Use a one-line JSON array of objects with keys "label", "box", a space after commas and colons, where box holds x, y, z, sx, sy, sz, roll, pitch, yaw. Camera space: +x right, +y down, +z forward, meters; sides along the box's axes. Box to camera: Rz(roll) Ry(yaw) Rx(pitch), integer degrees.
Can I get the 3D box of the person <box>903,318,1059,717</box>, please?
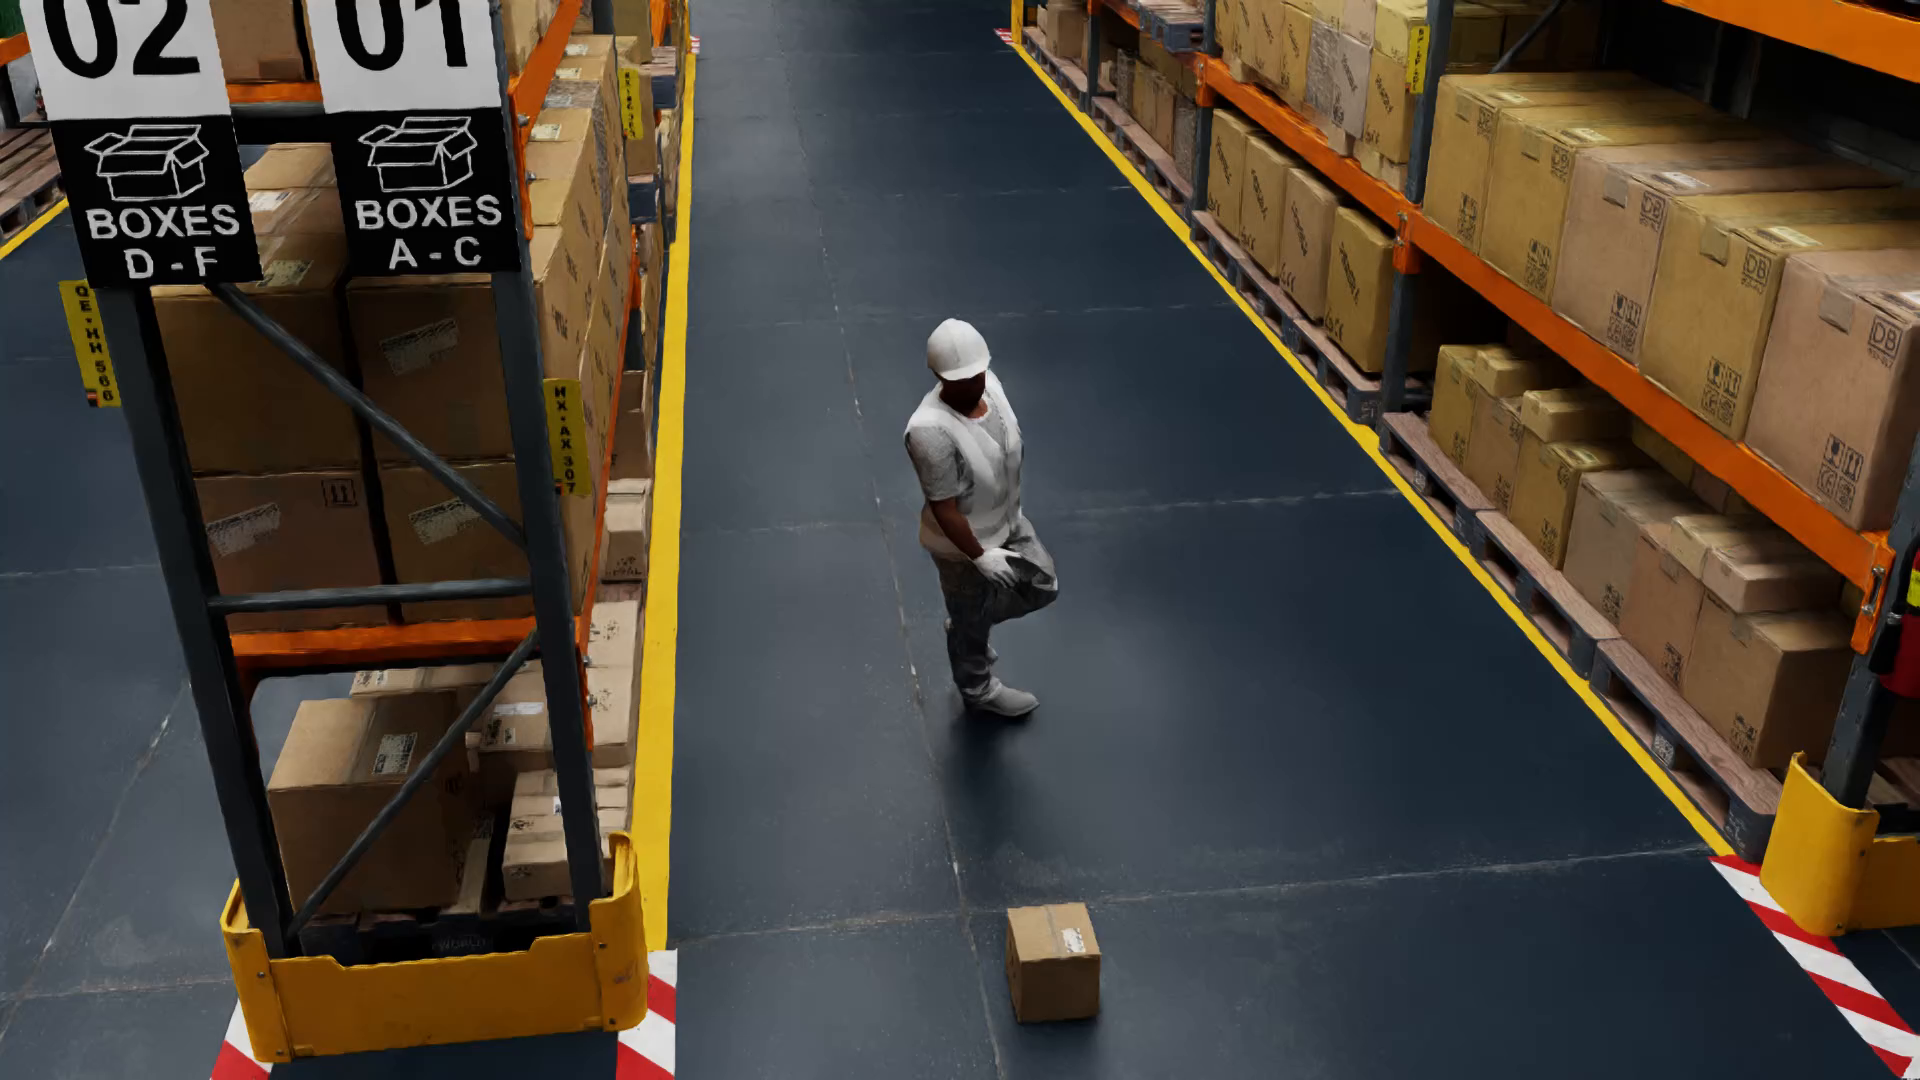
[{"label": "person", "box": [0.067, -0.042, 6.187, 0.511, 1.748, 0.726, 13, 29, 23]}]
